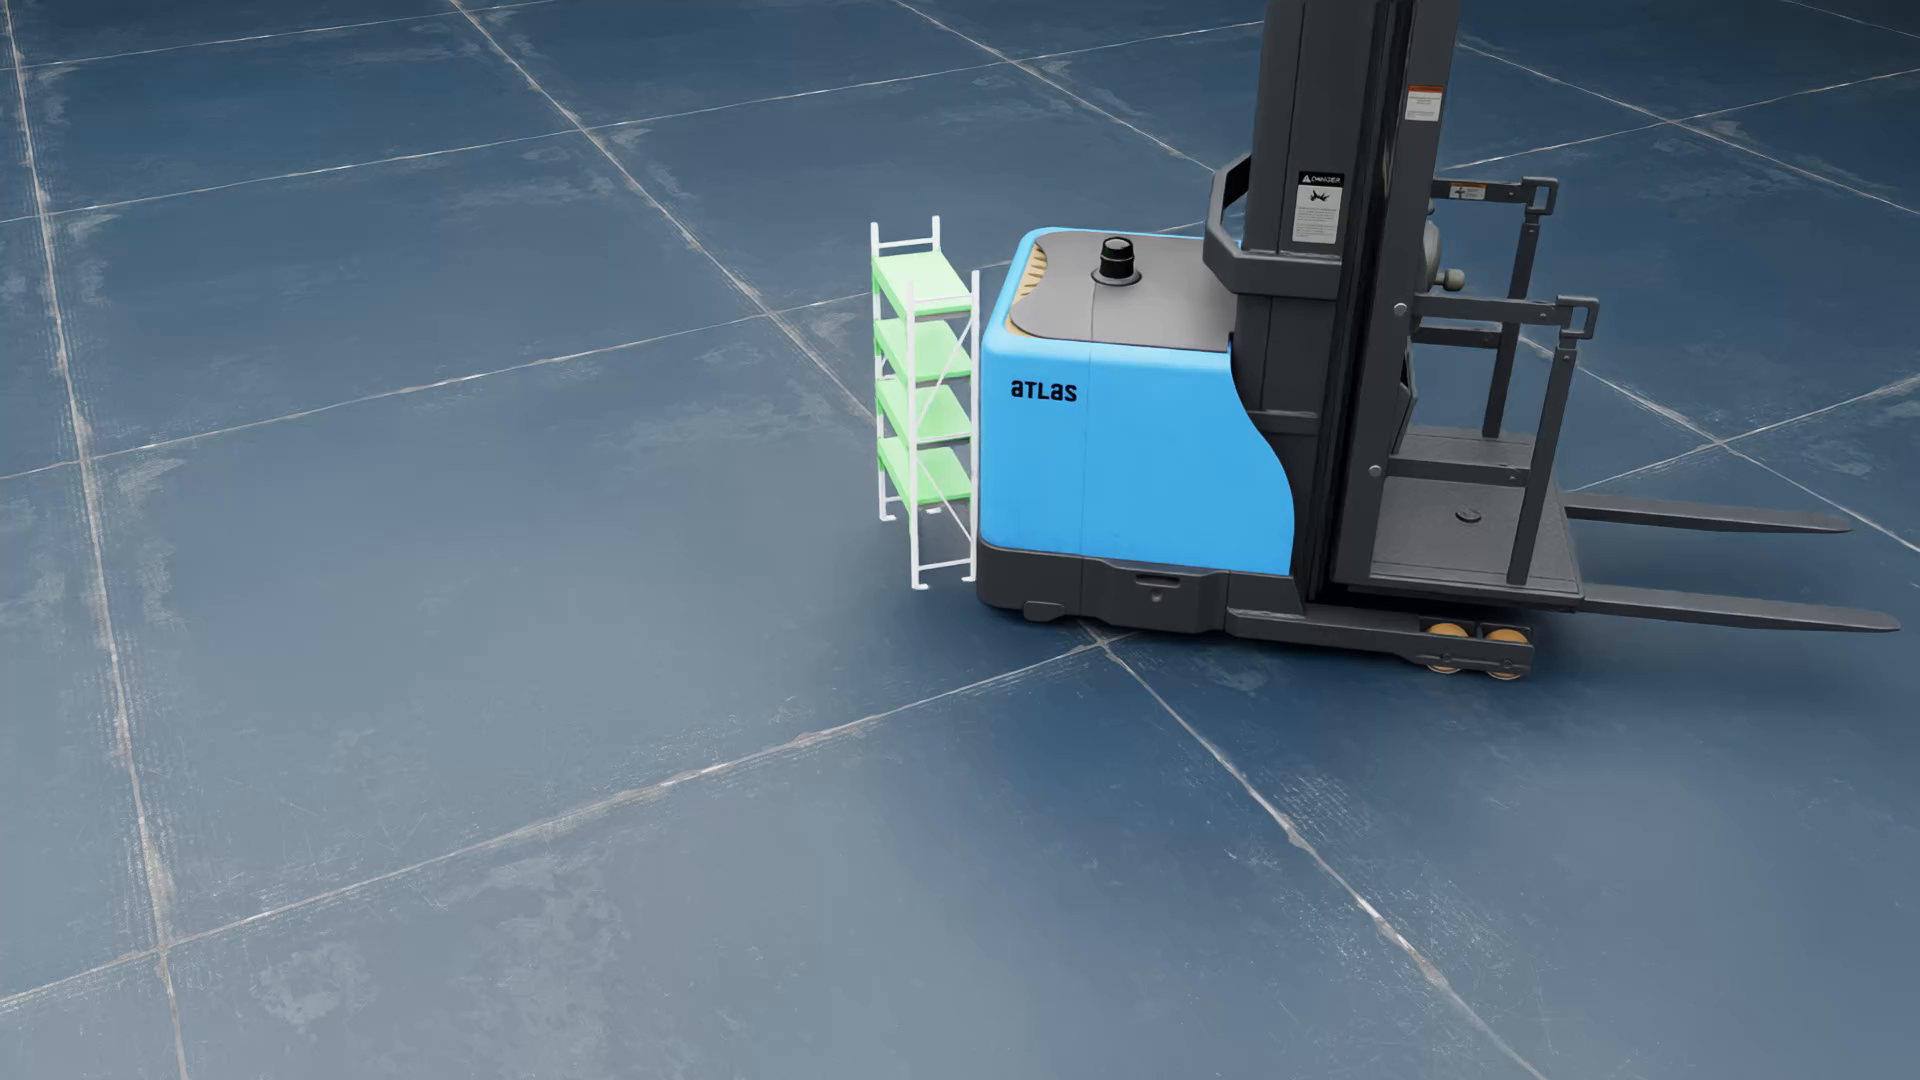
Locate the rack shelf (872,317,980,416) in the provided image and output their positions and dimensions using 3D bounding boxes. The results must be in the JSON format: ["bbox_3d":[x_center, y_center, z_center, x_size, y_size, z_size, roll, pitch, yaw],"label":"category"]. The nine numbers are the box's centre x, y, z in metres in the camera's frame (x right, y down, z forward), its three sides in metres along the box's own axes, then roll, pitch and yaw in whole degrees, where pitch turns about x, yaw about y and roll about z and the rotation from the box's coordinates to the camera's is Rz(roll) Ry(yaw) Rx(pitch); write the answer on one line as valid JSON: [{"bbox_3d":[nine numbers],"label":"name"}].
[{"bbox_3d":[-0.122,-0.623,5.783,0.258,0.148,0.480,-9,34,-13],"label":"rack shelf"}]

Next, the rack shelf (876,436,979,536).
[{"bbox_3d":[-0.122,-0.219,6.042,0.258,0.148,0.480,-9,34,-13],"label":"rack shelf"}]

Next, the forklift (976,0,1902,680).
[{"bbox_3d":[1.623,-1.081,5.221,3.031,2.935,1.130,6,33,9],"label":"forklift"}]

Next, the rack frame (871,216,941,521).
[{"bbox_3d":[-0.189,-0.601,6.076,0.240,1.200,0.015,-9,34,-13],"label":"rack frame"}]

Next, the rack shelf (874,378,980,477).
[{"bbox_3d":[-0.122,-0.421,5.913,0.258,0.148,0.480,-9,34,-13],"label":"rack shelf"}]

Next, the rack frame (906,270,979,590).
[{"bbox_3d":[-0.055,-0.348,5.681,0.240,1.200,0.015,-9,34,-13],"label":"rack frame"}]

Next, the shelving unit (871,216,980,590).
[{"bbox_3d":[-0.122,-0.474,5.878,0.258,1.200,0.503,-9,34,-13],"label":"shelving unit"}]

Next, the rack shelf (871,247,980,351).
[{"bbox_3d":[-0.122,-0.825,5.654,0.258,0.148,0.480,-9,34,-13],"label":"rack shelf"}]
